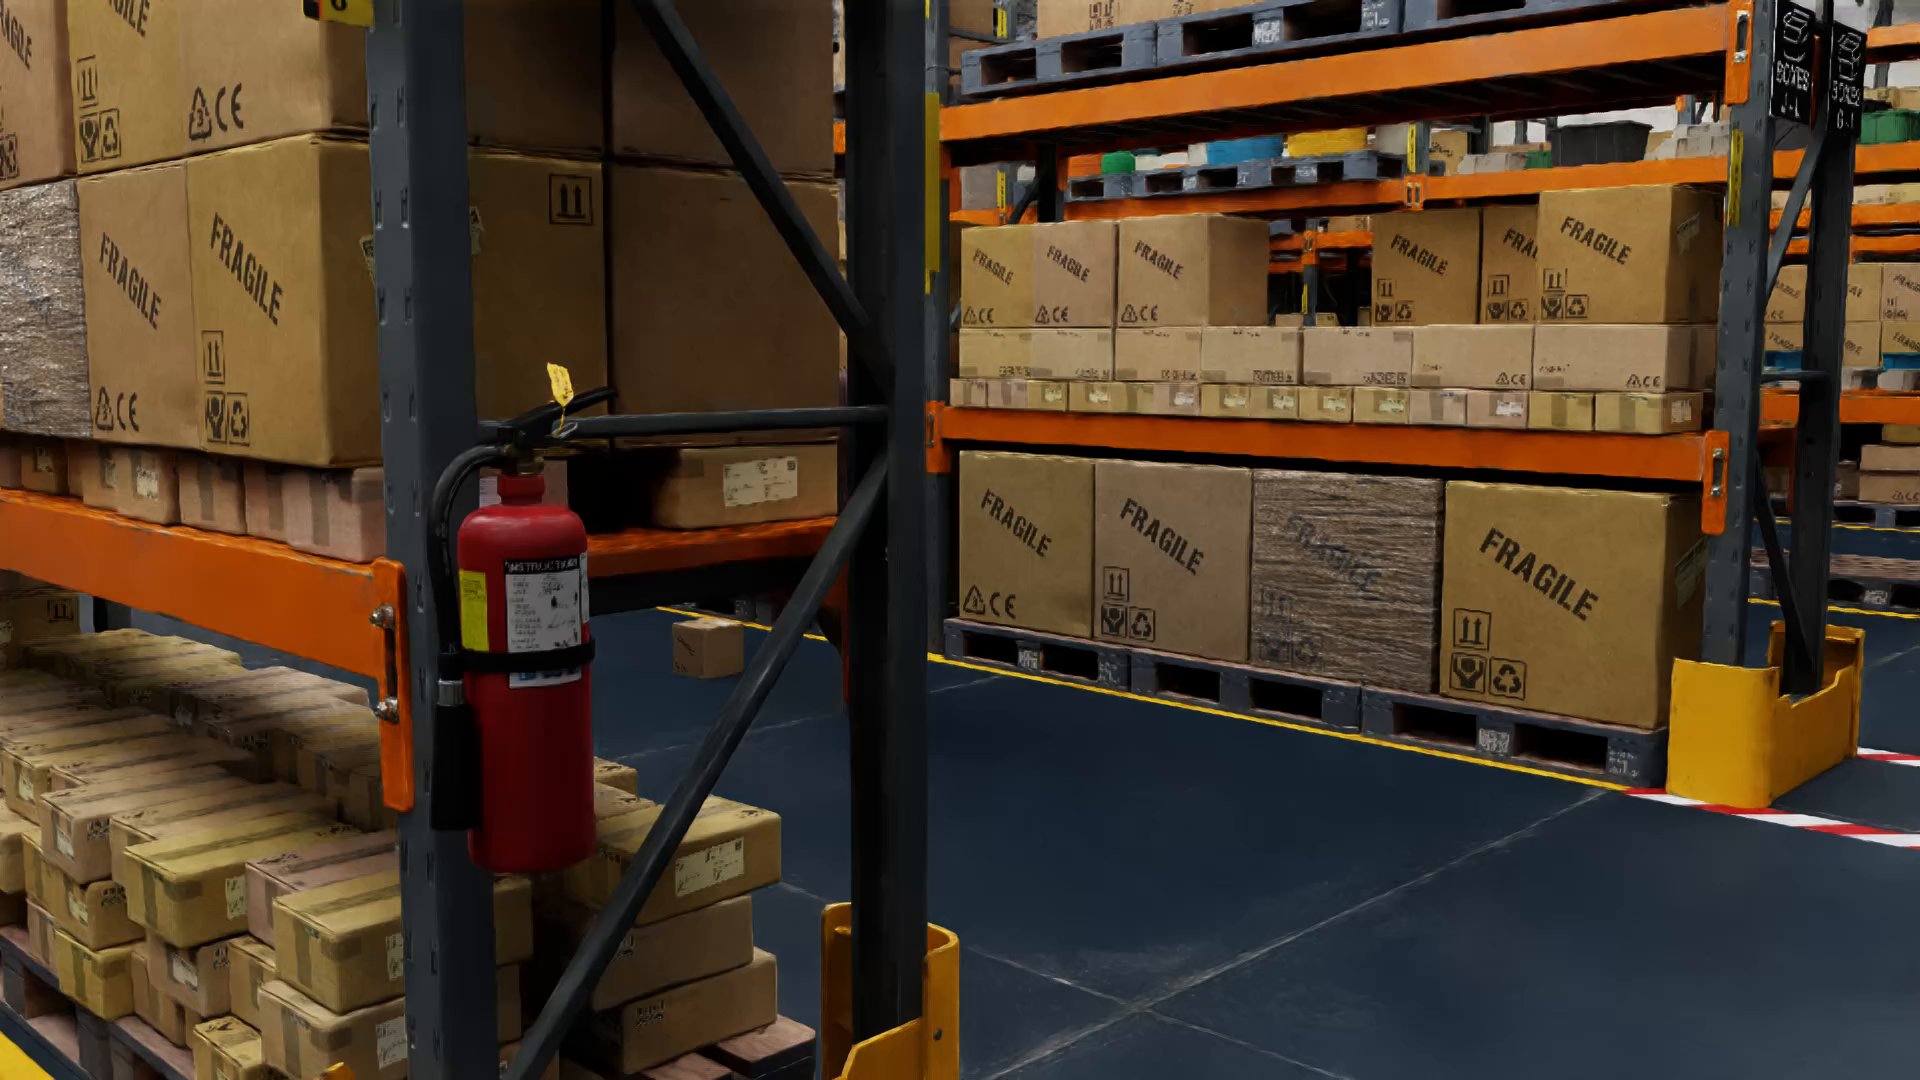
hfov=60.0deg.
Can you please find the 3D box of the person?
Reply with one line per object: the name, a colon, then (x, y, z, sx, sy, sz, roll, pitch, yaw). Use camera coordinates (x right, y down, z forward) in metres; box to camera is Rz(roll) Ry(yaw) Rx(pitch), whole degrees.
person: (-0.400, -0.127, 7.229, 0.571, 1.783, 0.518, -6, 9, -42)
